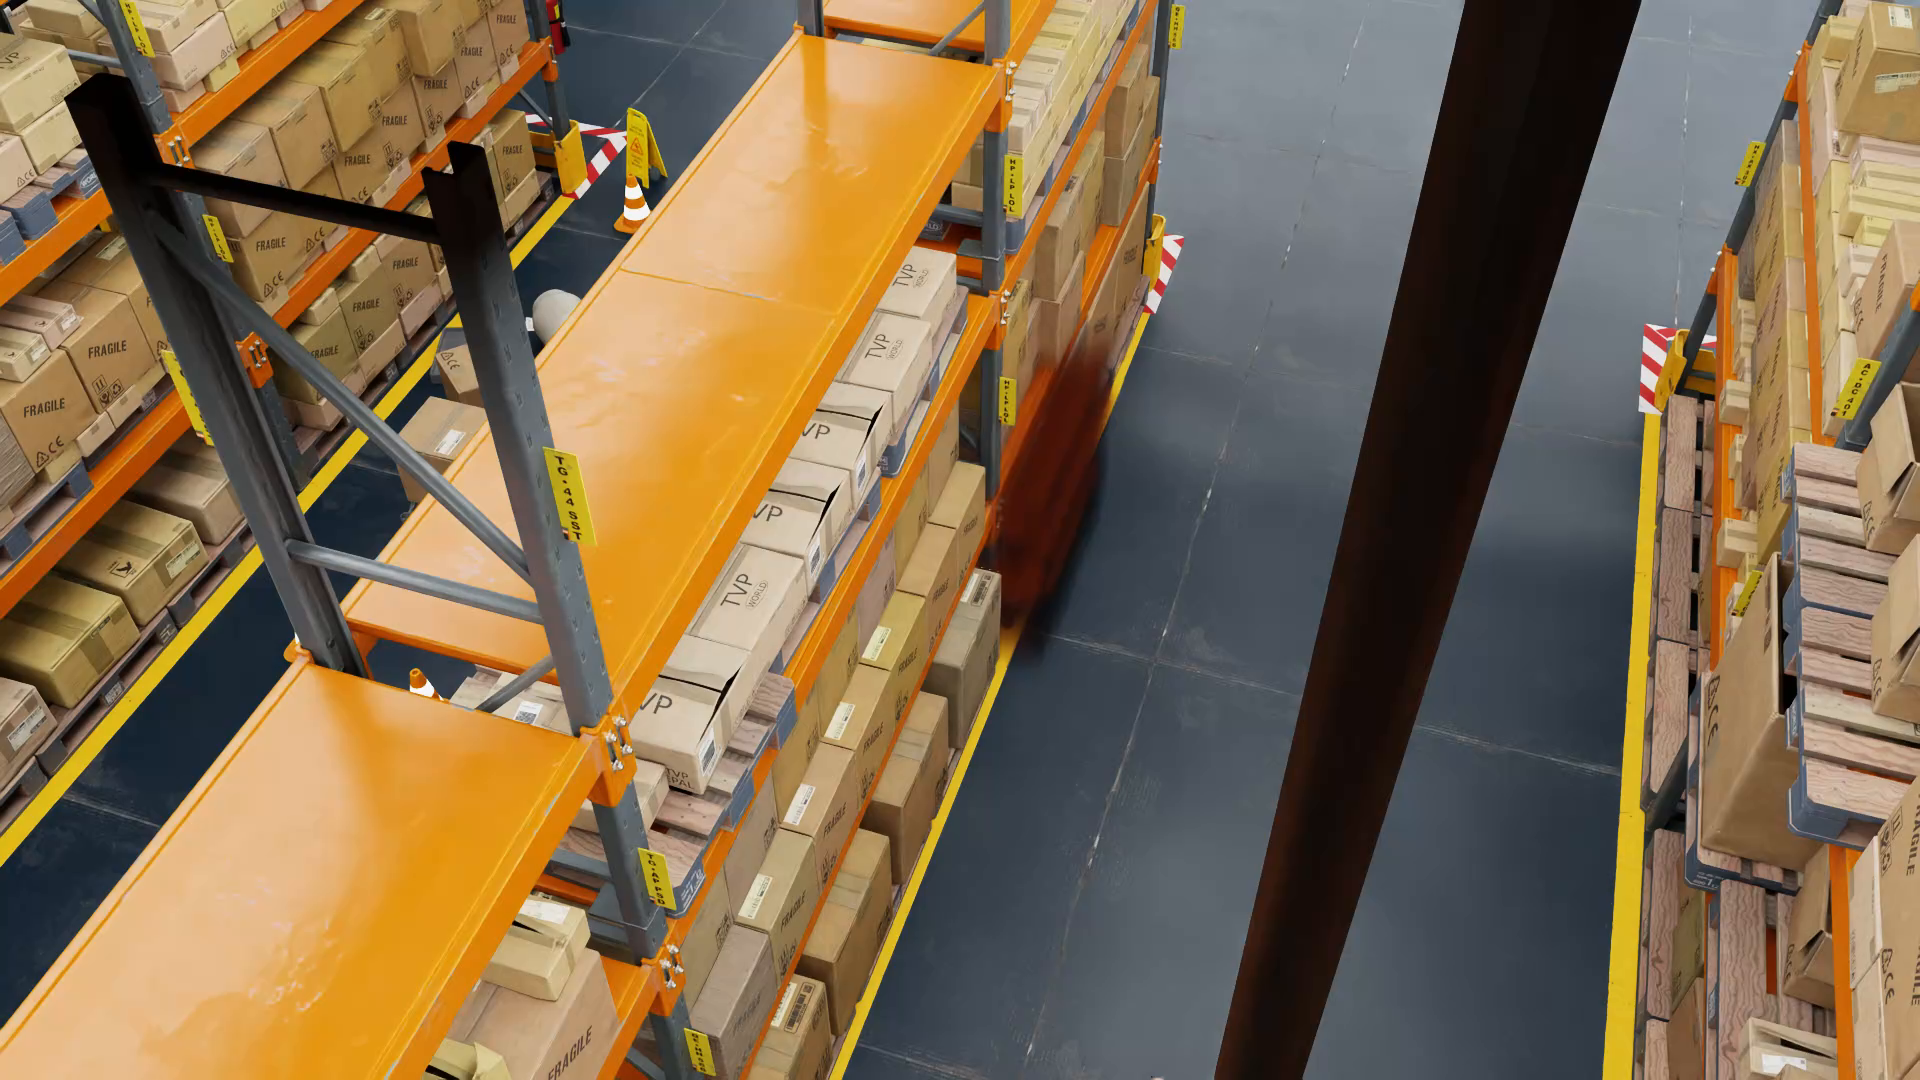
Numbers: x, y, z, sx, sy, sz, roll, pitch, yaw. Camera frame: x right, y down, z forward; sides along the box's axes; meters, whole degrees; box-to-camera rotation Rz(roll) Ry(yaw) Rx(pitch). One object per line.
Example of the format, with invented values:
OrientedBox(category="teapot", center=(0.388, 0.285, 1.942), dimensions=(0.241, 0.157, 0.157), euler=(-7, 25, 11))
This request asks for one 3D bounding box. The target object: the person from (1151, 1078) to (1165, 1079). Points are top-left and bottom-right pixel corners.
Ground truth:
OrientedBox(category="person", center=(0.729, 2.954, 7.094), dimensions=(0.715, 1.673, 0.697), euler=(19, 49, 18))
